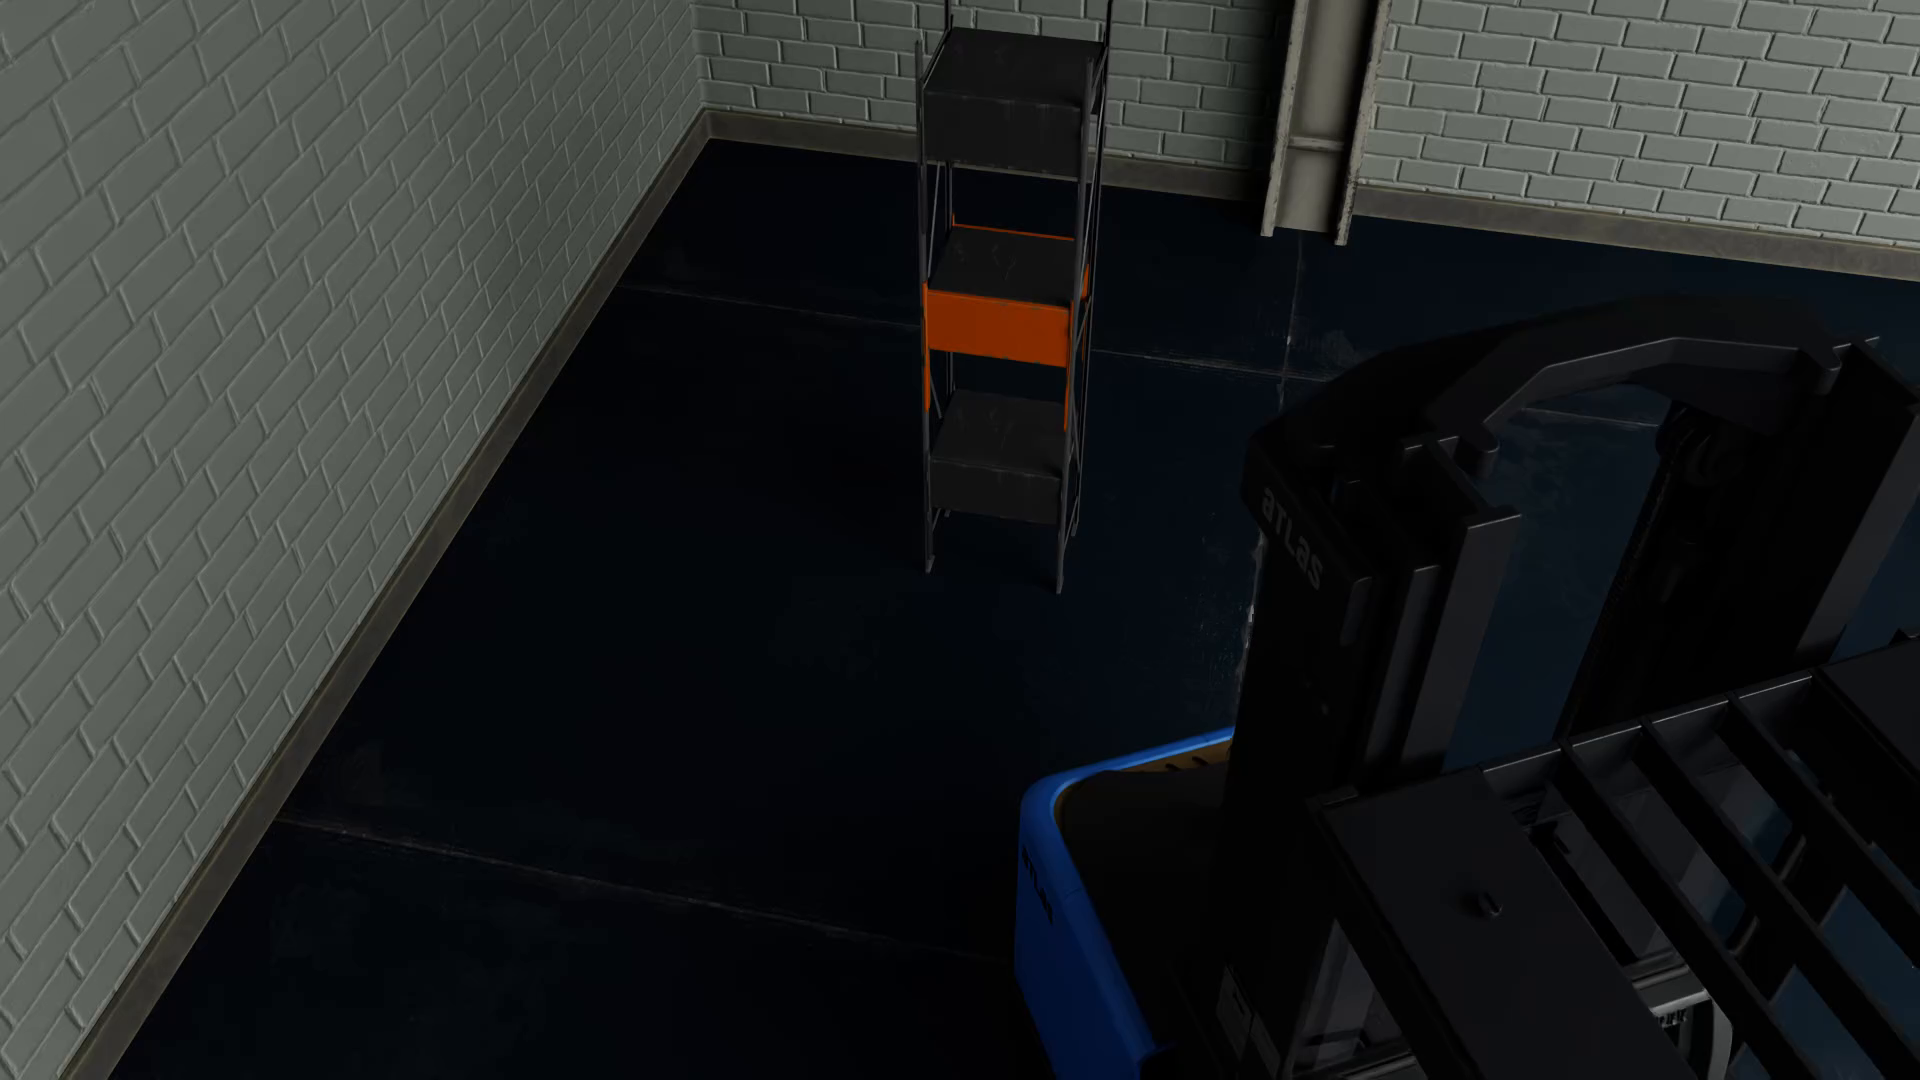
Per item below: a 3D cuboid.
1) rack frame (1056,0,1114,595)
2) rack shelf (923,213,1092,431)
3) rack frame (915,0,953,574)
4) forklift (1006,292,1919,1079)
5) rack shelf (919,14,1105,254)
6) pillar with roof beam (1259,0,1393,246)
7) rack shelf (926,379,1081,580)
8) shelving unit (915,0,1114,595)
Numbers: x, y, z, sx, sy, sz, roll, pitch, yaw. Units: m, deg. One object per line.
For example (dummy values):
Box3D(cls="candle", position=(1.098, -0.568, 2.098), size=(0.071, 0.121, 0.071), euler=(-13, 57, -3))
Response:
Box3D(cls="rack frame", position=(0.400, -0.694, 5.457), size=(0.015, 2.100, 0.400), euler=(9, 45, 9))
Box3D(cls="rack shelf", position=(0.162, -0.722, 5.505), size=(0.480, 0.518, 0.431), euler=(9, 45, 9))
Box3D(cls="rack frame", position=(-0.077, -0.768, 5.534), size=(0.015, 2.100, 0.400), euler=(9, 45, 9))
Box3D(cls="forklift", position=(1.083, 1.177, 2.914), size=(1.130, 2.935, 3.031), euler=(-13, 45, -13))
Box3D(cls="rack shelf", position=(0.162, -1.226, 5.020), size=(0.480, 0.518, 0.431), euler=(9, 45, 9))
Box3D(cls="pillar with roof beam", position=(0.677, -1.818, 1.650), size=(0.400, 9.000, 9.100), euler=(9, 45, 9))
Box3D(cls="rack shelf", position=(0.162, -0.217, 5.991), size=(0.480, 0.518, 0.431), euler=(9, 45, 9))
Box3D(cls="shelving unit", position=(0.162, -0.731, 5.496), size=(0.503, 2.100, 0.431), euler=(9, 45, 9))
